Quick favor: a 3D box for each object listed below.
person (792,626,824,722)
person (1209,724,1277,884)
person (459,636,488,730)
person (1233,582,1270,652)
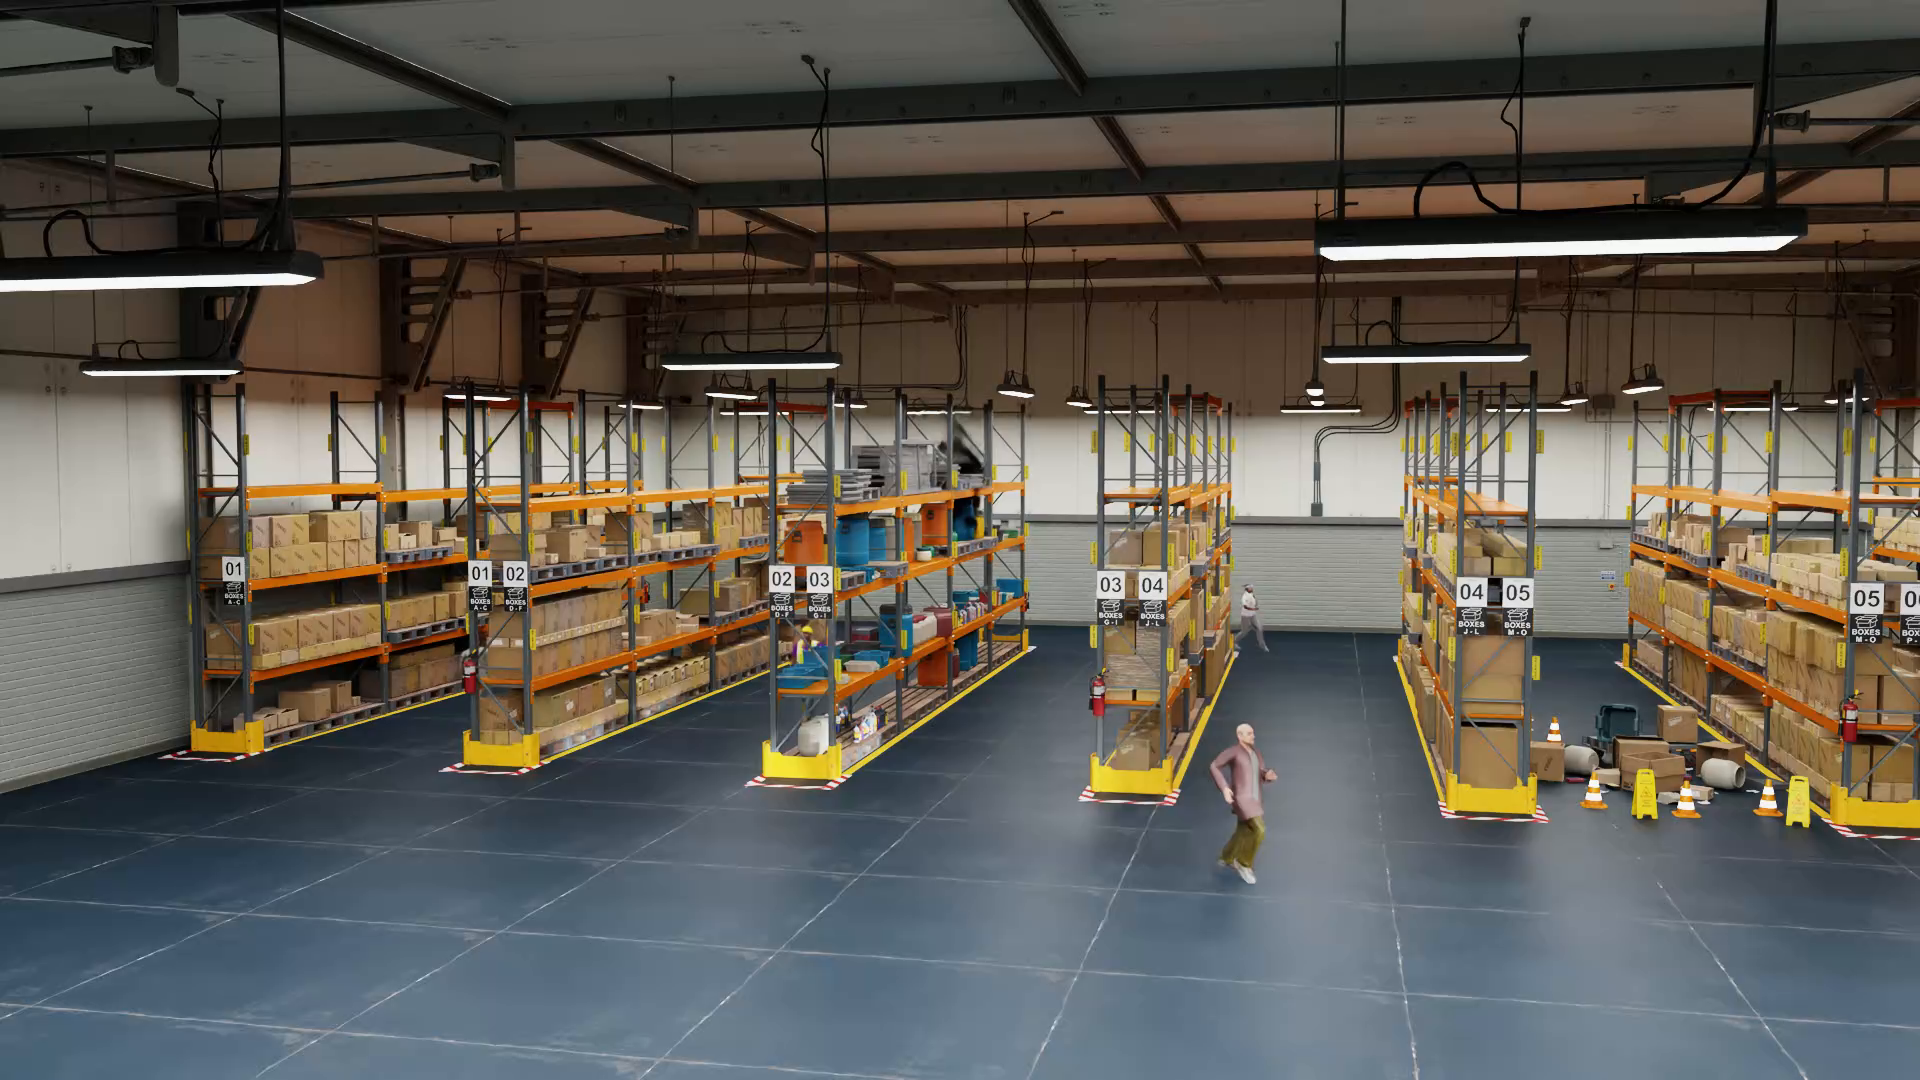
[{"bbox_3d":[-2.729,2.422,30.145,0.698,1.741,0.611,1,3,13],"label":"person"},{"bbox_3d":[3.287,3.026,19.122,0.798,1.823,0.671,3,4,41],"label":"person"},{"bbox_3d":[-8.504,2.490,29.296,0.575,1.695,0.955,0,3,6],"label":"person"},{"bbox_3d":[6.998,1.862,40.279,0.914,1.701,0.583,2,4,30],"label":"person"}]
